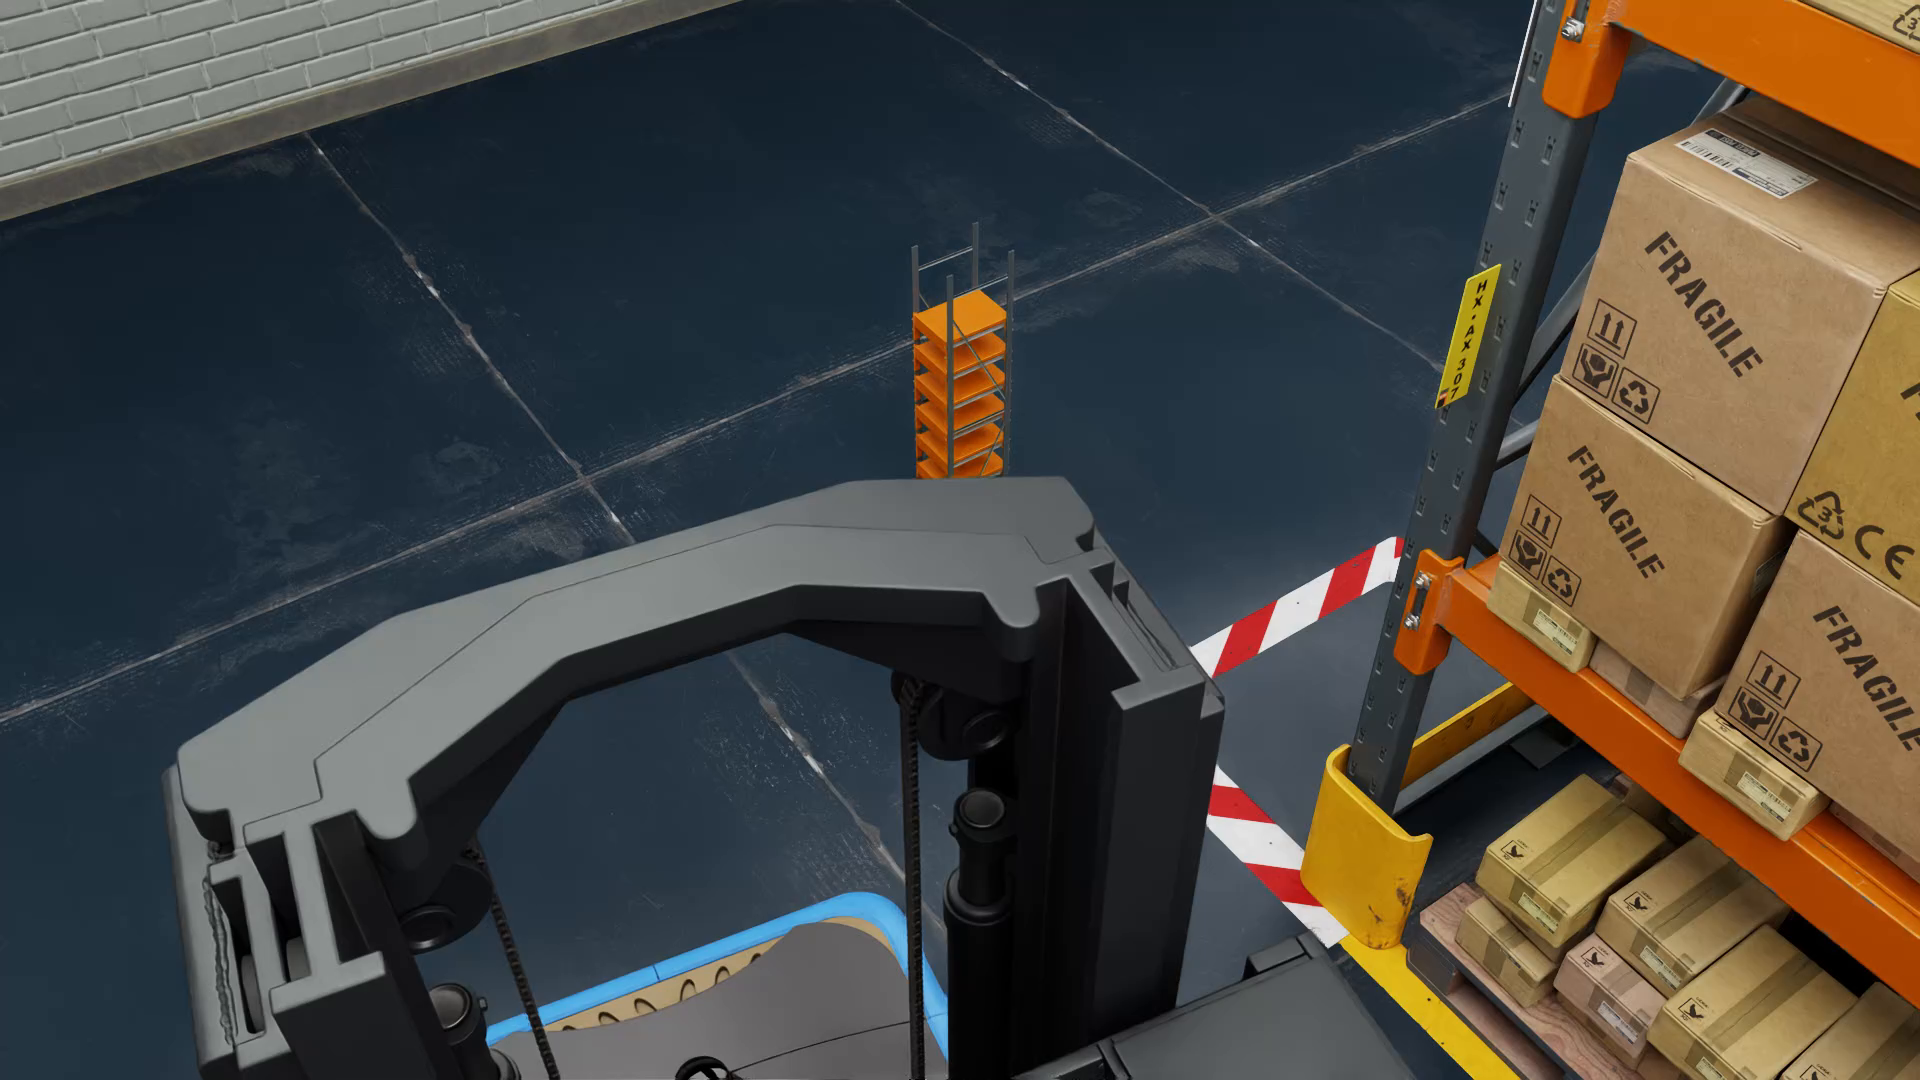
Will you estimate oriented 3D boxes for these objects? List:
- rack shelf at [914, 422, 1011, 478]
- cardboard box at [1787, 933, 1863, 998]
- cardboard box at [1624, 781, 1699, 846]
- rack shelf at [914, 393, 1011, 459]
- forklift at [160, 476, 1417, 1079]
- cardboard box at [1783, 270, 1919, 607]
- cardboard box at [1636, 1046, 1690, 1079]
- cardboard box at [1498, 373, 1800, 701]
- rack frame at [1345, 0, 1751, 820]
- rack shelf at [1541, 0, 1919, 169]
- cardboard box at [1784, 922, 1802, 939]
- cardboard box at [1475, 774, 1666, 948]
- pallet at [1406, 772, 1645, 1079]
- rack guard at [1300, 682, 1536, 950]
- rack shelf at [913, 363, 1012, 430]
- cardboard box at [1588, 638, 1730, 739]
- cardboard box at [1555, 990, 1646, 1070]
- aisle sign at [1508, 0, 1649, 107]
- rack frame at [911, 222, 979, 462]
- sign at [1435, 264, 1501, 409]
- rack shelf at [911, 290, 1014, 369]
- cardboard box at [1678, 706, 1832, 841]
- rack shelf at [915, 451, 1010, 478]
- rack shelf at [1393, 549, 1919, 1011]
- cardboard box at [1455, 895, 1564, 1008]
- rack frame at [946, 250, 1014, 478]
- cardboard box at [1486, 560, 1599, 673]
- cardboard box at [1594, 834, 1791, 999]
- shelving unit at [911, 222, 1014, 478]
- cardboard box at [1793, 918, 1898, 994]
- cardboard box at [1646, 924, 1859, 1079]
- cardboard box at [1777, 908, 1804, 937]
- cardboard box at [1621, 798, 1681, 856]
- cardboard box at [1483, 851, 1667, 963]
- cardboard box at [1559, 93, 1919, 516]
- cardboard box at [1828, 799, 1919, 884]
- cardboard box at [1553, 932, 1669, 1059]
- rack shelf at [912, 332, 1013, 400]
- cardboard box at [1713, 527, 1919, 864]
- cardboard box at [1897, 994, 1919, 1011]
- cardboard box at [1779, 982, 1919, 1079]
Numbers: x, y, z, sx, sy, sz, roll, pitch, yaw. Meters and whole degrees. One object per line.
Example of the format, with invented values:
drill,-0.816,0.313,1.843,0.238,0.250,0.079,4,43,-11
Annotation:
rack shelf,0.008,-0.307,5.441,0.258,0.103,0.180,-26,49,-24
cardboard box,2.261,1.073,4.214,0.380,0.149,0.250,-26,49,-25
cardboard box,2.014,0.647,4.445,0.380,0.149,0.250,-27,50,-25
rack shelf,0.008,-0.394,5.358,0.258,0.103,0.180,-26,49,-24
forklift,0.000,1.492,2.064,1.130,2.935,3.031,-17,46,-17
cardboard box,1.811,-0.174,2.748,0.500,0.500,0.500,-24,49,-23
cardboard box,1.880,1.245,4.034,0.380,0.149,0.250,-25,49,-24
cardboard box,1.508,-0.092,3.386,0.500,0.500,0.500,-23,48,-23
rack frame,1.478,-0.311,3.904,1.000,3.000,0.127,-26,49,-24
rack shelf,2.622,-0.003,1.930,1.077,0.370,4.000,-26,49,-24
cardboard box,2.180,0.889,4.407,0.380,0.149,0.250,-24,49,-23
cardboard box,1.499,0.784,4.086,0.380,0.149,0.250,-28,50,-26
pallet,1.957,1.215,4.325,1.003,0.211,1.213,-26,49,-24
rack guard,1.521,0.636,4.722,1.175,0.500,0.348,-26,49,-24
rack shelf,0.008,-0.480,5.275,0.258,0.103,0.180,-26,49,-24
cardboard box,1.574,0.220,3.529,0.380,0.149,0.250,-24,49,-23
cardboard box,1.732,1.107,4.178,0.380,0.149,0.250,-26,49,-25
aisle sign,1.190,-1.174,2.925,0.394,0.787,0.004,-26,49,-24
rack frame,-0.044,-0.478,5.381,0.240,1.200,0.006,-26,49,-24
sign,1.033,-0.410,3.380,0.100,0.325,0.005,-26,49,-24
rack shelf,0.008,-0.654,5.109,0.258,0.103,0.180,-26,49,-24
cardboard box,1.684,0.394,3.347,0.380,0.149,0.250,-27,50,-26
rack shelf,0.008,-0.220,5.524,0.258,0.103,0.180,-26,49,-24
rack shelf,2.622,1.082,2.966,1.077,0.370,4.000,-26,49,-24
cardboard box,1.515,0.991,4.300,0.380,0.149,0.250,-25,49,-24
rack frame,0.061,-0.374,5.273,0.240,1.200,0.006,-26,49,-24
cardboard box,1.394,0.093,3.663,0.380,0.149,0.250,-26,49,-25
cardboard box,1.755,0.892,3.973,0.380,0.149,0.250,-25,49,-24
shelving unit,0.008,-0.426,5.327,0.258,1.200,0.189,-26,49,-24
cardboard box,2.313,0.940,4.138,0.380,0.149,0.250,-28,50,-26
cardboard box,1.794,1.086,3.770,0.380,0.149,0.250,-26,49,-25
cardboard box,2.119,0.816,4.268,0.380,0.149,0.250,-27,50,-25
cardboard box,1.950,0.784,4.517,0.380,0.149,0.250,-25,49,-24
cardboard box,1.567,0.859,4.223,0.380,0.149,0.250,-24,49,-23
cardboard box,1.517,-0.458,3.045,0.500,0.500,0.500,-26,49,-25
cardboard box,1.945,0.487,3.250,0.380,0.149,0.250,-23,48,-23
cardboard box,1.677,1.036,4.038,0.380,0.149,0.250,-26,49,-25
rack shelf,0.008,-0.567,5.192,0.258,0.103,0.180,-26,49,-24
cardboard box,1.835,0.201,3.079,0.500,0.500,0.500,-26,49,-24
cardboard box,2.382,1.133,3.936,0.380,0.149,0.250,-26,50,-25
cardboard box,2.004,1.193,3.657,0.380,0.149,0.250,-28,50,-26
